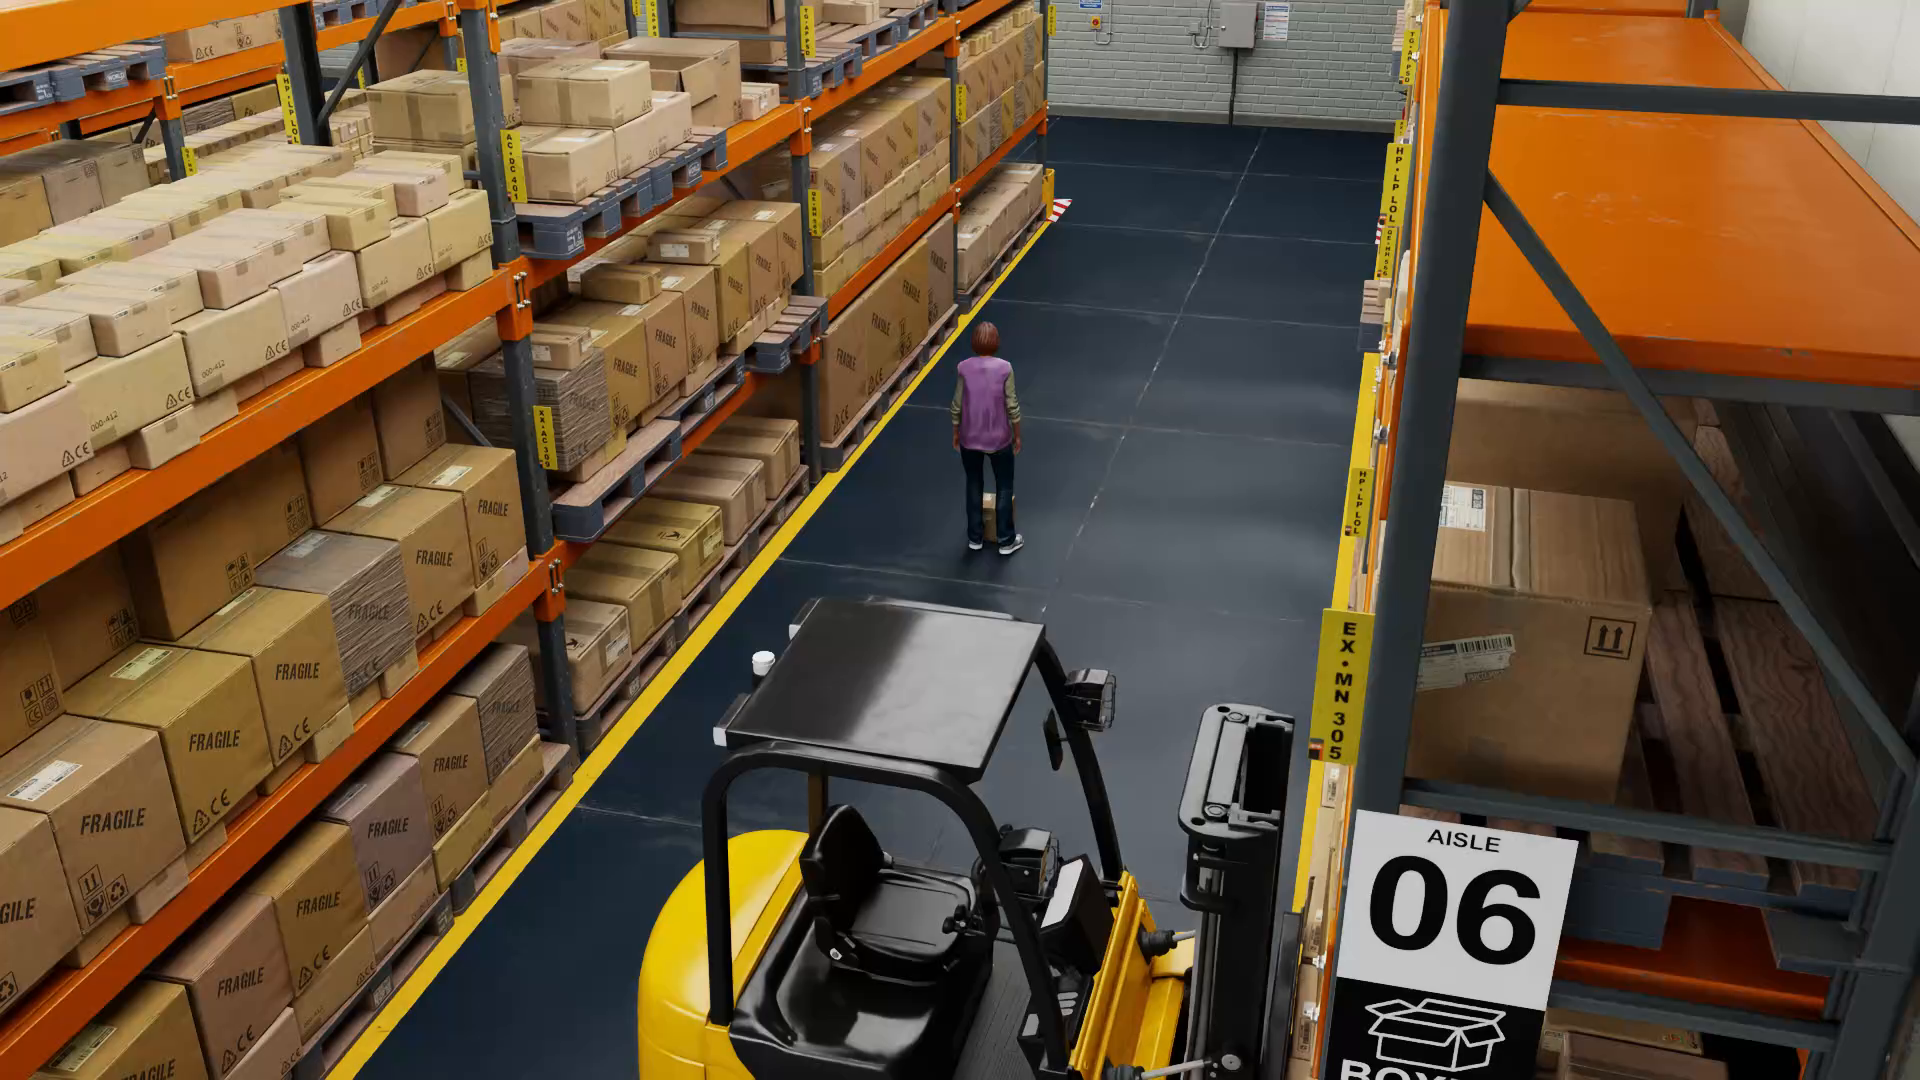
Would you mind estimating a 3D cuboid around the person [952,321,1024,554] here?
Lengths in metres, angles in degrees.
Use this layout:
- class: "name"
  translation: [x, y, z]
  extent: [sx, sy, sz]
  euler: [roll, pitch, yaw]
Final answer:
- class: "person"
  translation: [0.187, -0.668, 11.087]
  extent: [0.473, 1.592, 0.367]
  euler: [6, 26, 12]
